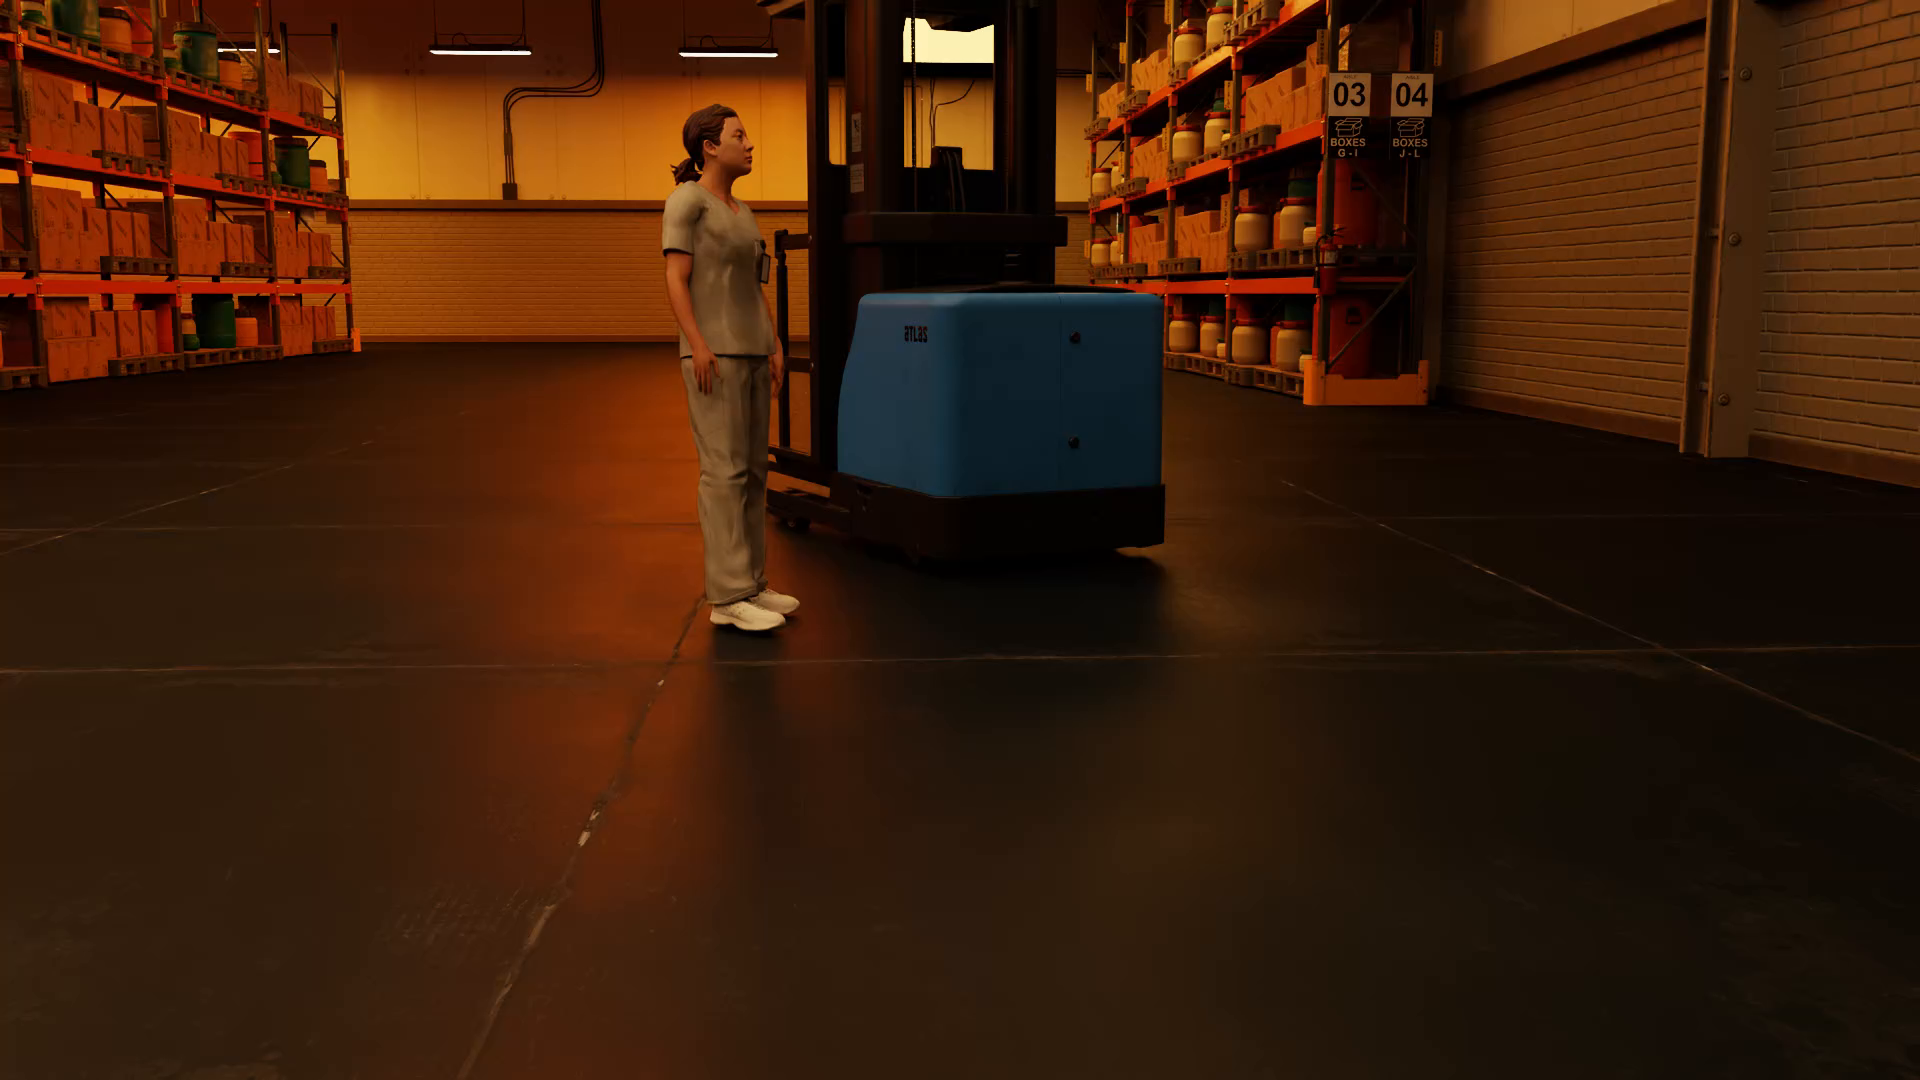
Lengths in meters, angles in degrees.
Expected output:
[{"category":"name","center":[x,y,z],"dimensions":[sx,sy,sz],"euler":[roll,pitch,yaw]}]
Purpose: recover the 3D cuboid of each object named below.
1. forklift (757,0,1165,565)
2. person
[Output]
[{"category":"forklift","center":[-0.264,-1.530,7.637],"dimensions":[1.130,2.935,3.031],"euler":[-4,9,-25]},{"category":"person","center":[-0.706,-0.578,5.452],"dimensions":[0.549,1.676,0.551],"euler":[4,9,24]}]
